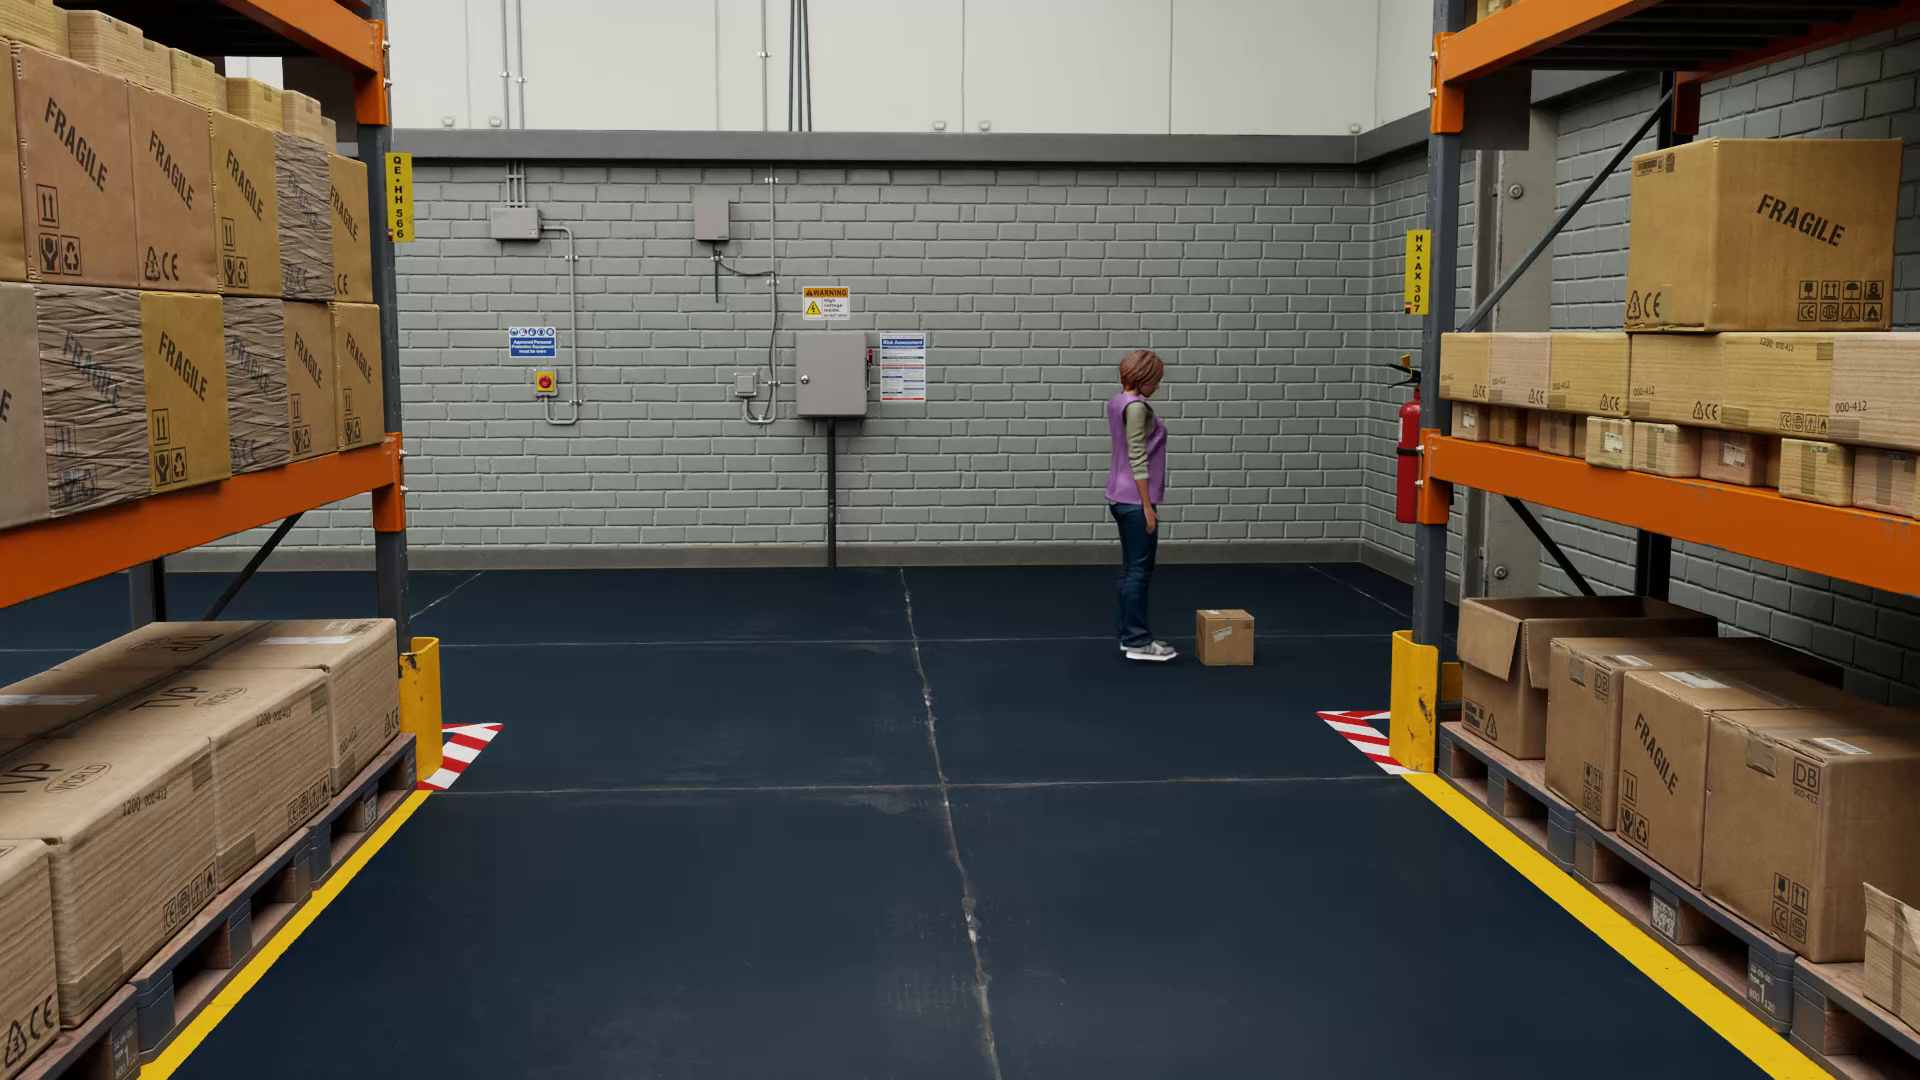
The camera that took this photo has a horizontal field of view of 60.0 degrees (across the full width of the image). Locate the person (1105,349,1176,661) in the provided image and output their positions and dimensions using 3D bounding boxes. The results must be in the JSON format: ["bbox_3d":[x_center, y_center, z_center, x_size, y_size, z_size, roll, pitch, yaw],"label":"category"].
[{"bbox_3d":[0.945,-0.167,8.554,0.383,1.589,0.425,-1,7,-9],"label":"person"}]
